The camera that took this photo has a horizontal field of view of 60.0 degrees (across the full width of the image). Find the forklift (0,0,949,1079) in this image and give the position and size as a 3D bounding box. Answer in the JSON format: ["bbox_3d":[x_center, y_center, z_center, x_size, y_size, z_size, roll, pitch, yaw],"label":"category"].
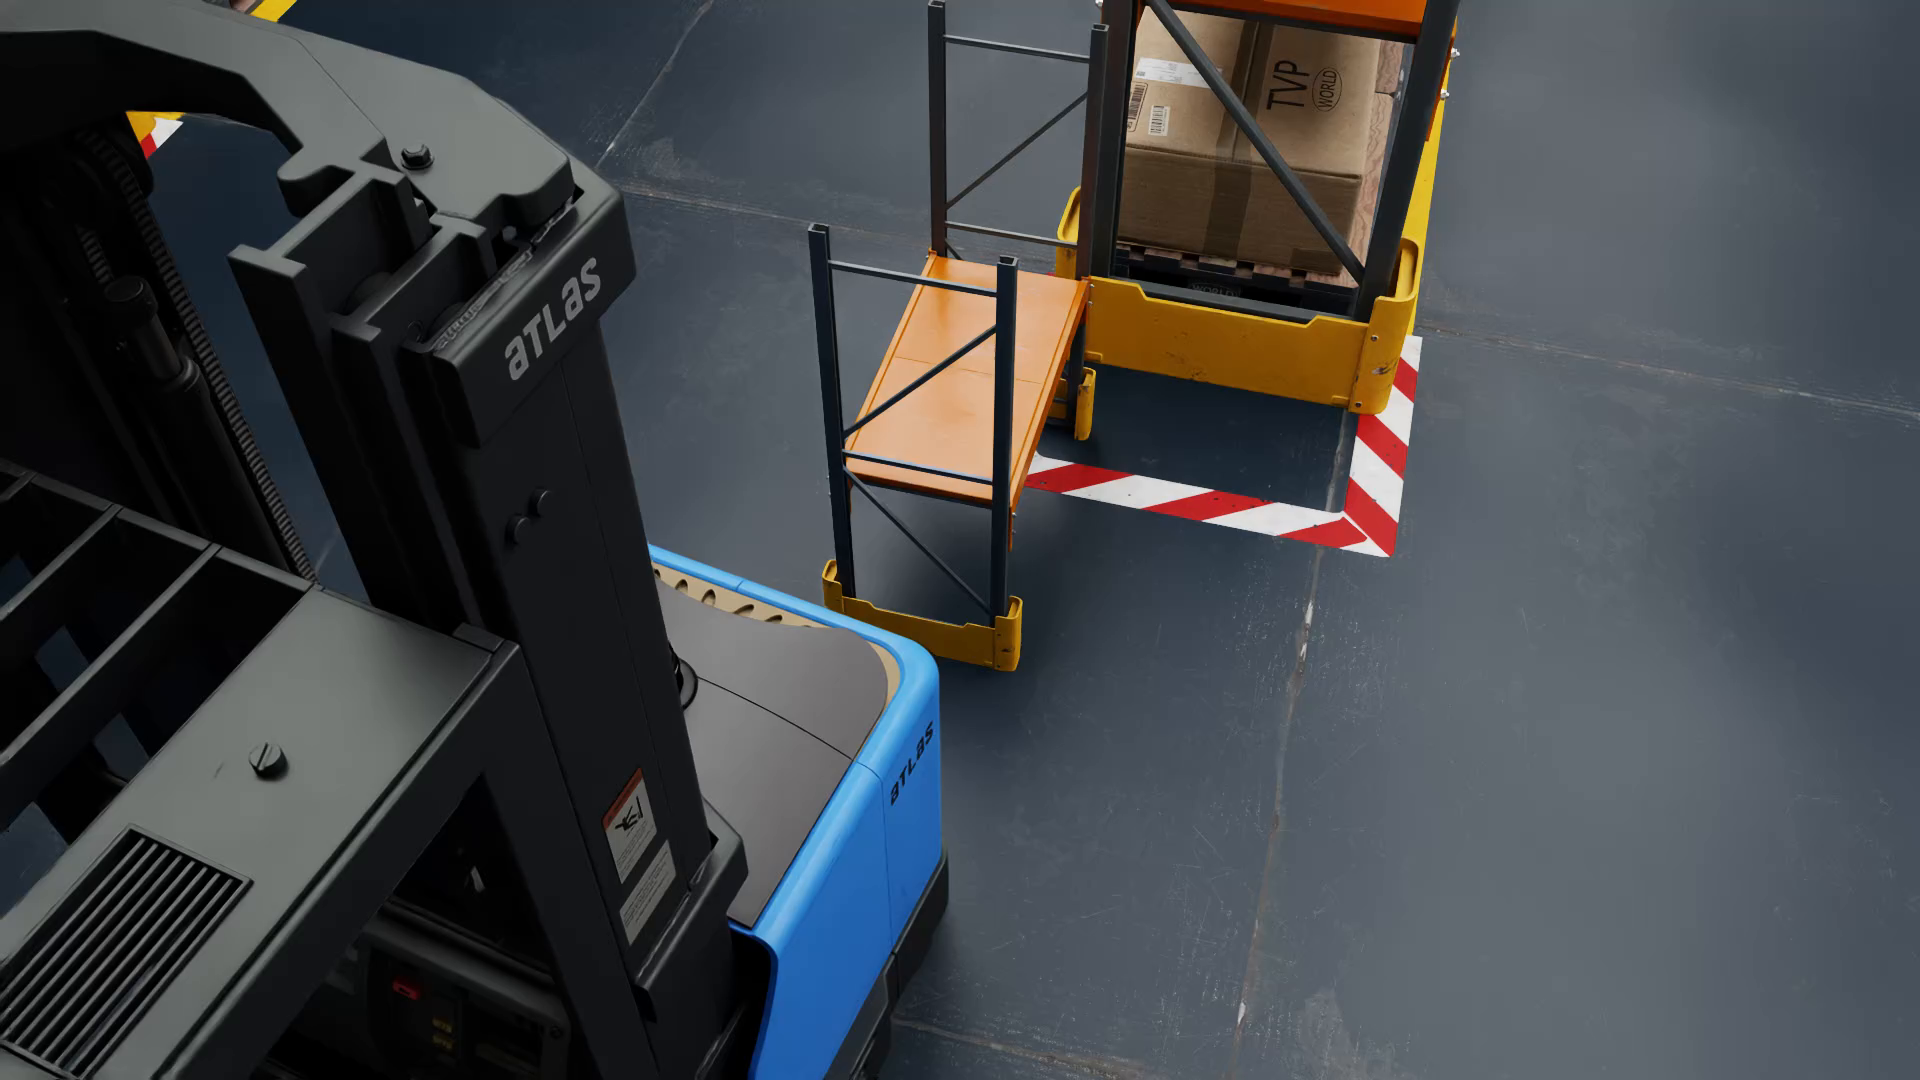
[{"bbox_3d":[-1.104,0.834,2.559,1.130,2.935,3.031,19,51,16],"label":"forklift"}]

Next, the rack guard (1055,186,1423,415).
[{"bbox_3d":[0.915,-0.816,5.637,1.175,0.500,0.348,12,50,10],"label":"rack guard"}]

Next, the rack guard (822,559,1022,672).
[{"bbox_3d":[-0.111,0.222,4.887,0.587,0.250,0.087,12,50,10],"label":"rack guard"}]

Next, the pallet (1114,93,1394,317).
[{"bbox_3d":[1.057,-1.331,6.284,1.003,0.211,1.213,12,50,10],"label":"pallet"}]

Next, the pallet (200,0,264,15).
[{"bbox_3d":[-3.639,-2.346,7.180,1.003,0.211,1.213,12,50,10],"label":"pallet"}]

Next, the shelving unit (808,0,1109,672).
[{"bbox_3d":[0.020,-0.551,4.736,0.587,1.500,1.083,12,50,10],"label":"shelving unit"}]

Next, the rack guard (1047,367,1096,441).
[{"bbox_3d":[0.151,-0.498,5.523,0.587,0.250,0.087,12,50,10],"label":"rack guard"}]

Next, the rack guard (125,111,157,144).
[{"bbox_3d":[-3.848,-1.865,6.563,1.175,0.500,0.348,12,50,10],"label":"rack guard"}]

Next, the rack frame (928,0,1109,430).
[{"bbox_3d":[0.156,-0.926,5.067,0.500,1.500,0.032,12,50,10],"label":"rack frame"}]

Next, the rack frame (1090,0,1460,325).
[{"bbox_3d":[0.922,-1.660,4.715,1.000,3.000,0.127,12,50,10],"label":"rack frame"}]

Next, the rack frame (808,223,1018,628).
[{"bbox_3d":[-0.111,-0.190,4.418,0.500,1.500,0.032,12,50,10],"label":"rack frame"}]

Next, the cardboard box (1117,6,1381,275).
[{"bbox_3d":[0.999,-1.449,5.957,0.875,0.438,0.875,10,49,9],"label":"cardboard box"}]

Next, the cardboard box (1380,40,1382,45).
[{"bbox_3d":[1.232,-2.112,6.542,0.875,0.438,0.875,13,50,11],"label":"cardboard box"}]

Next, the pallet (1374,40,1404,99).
[{"bbox_3d":[1.380,-2.211,7.061,1.003,0.211,1.213,12,50,10],"label":"pallet"}]

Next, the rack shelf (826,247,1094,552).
[{"bbox_3d":[0.022,-0.439,4.877,0.538,0.185,1.000,12,50,10],"label":"rack shelf"}]

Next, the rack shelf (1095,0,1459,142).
[{"bbox_3d":[1.448,-2.869,6.261,1.077,0.370,4.000,12,50,10],"label":"rack shelf"}]
